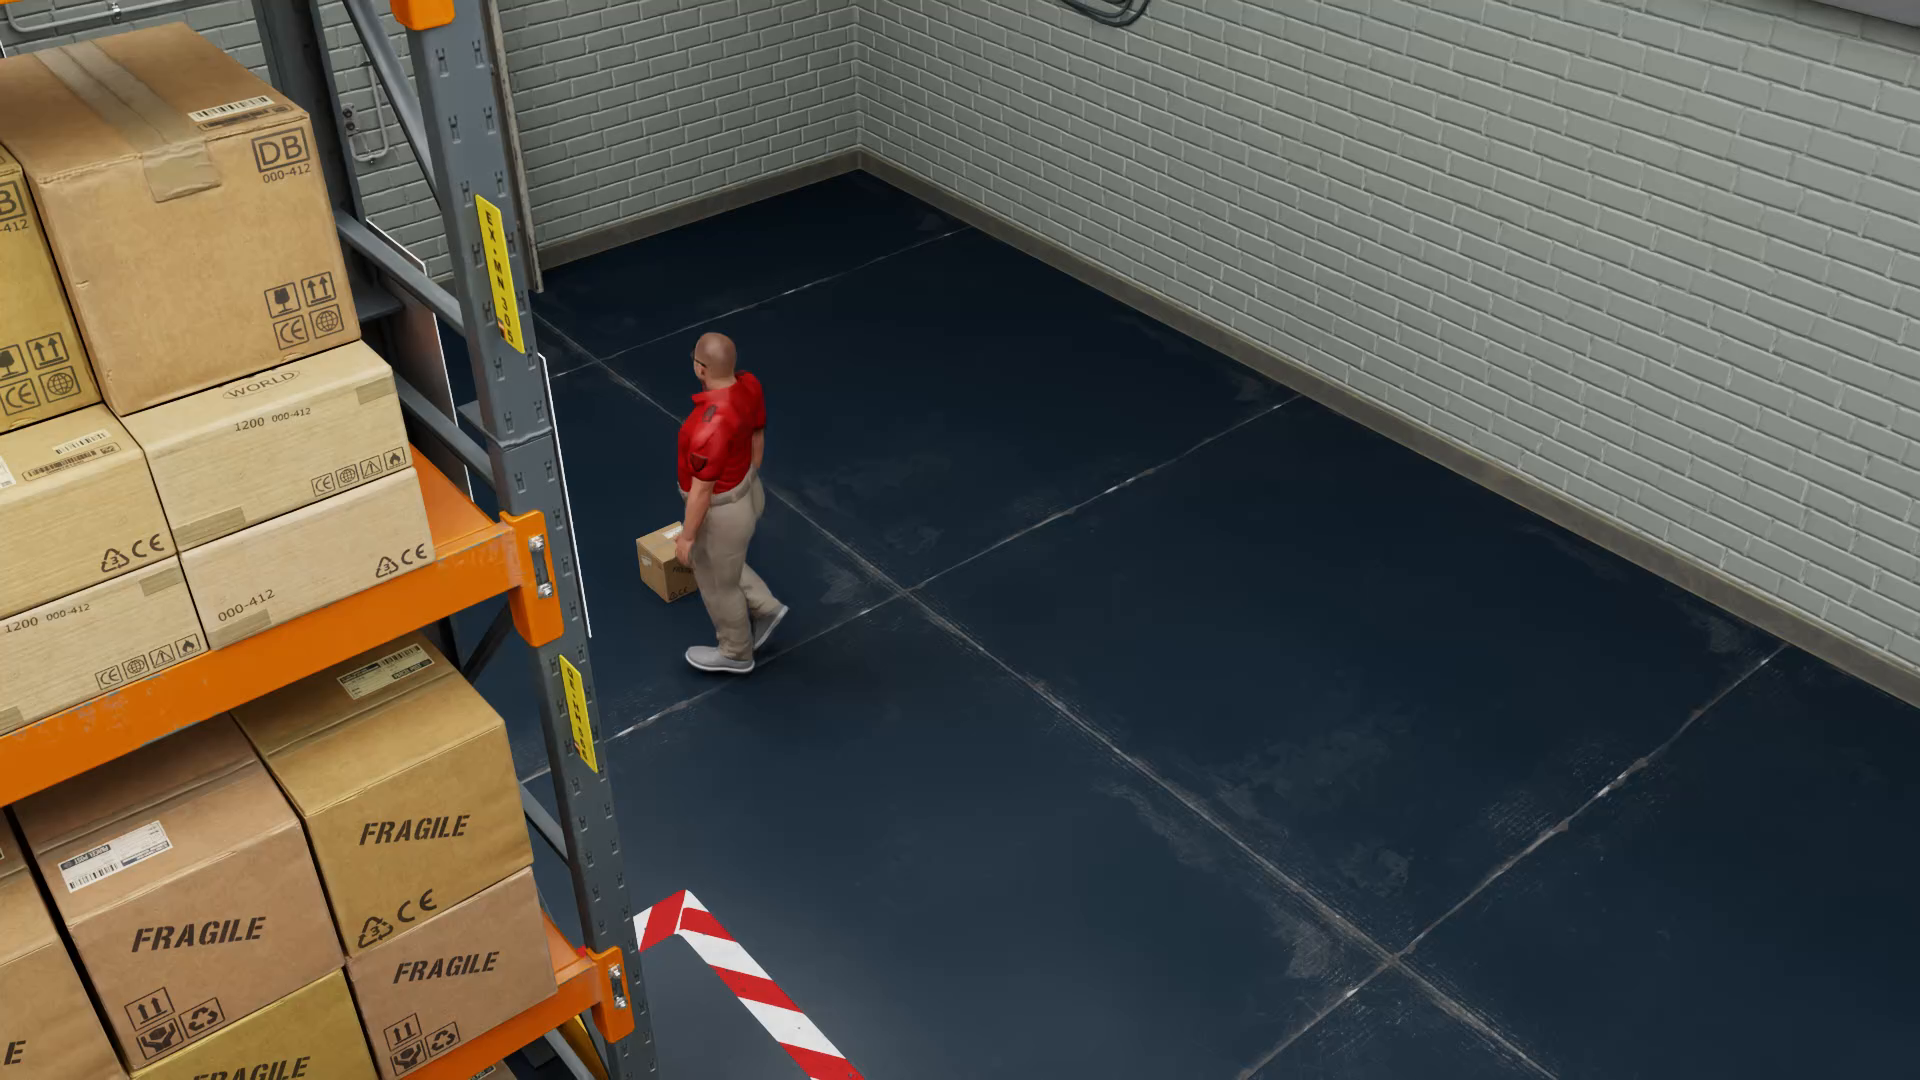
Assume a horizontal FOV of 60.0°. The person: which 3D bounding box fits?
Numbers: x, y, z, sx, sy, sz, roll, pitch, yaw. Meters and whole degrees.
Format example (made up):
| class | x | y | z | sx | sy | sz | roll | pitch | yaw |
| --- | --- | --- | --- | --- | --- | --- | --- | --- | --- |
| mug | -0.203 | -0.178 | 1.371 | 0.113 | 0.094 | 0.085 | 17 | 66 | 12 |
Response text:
| class | x | y | z | sx | sy | sz | roll | pitch | yaw |
| --- | --- | --- | --- | --- | --- | --- | --- | --- | --- |
| person | -1.045 | -0.140 | 7.254 | 0.485 | 1.719 | 0.545 | 6 | 36 | 8 |
